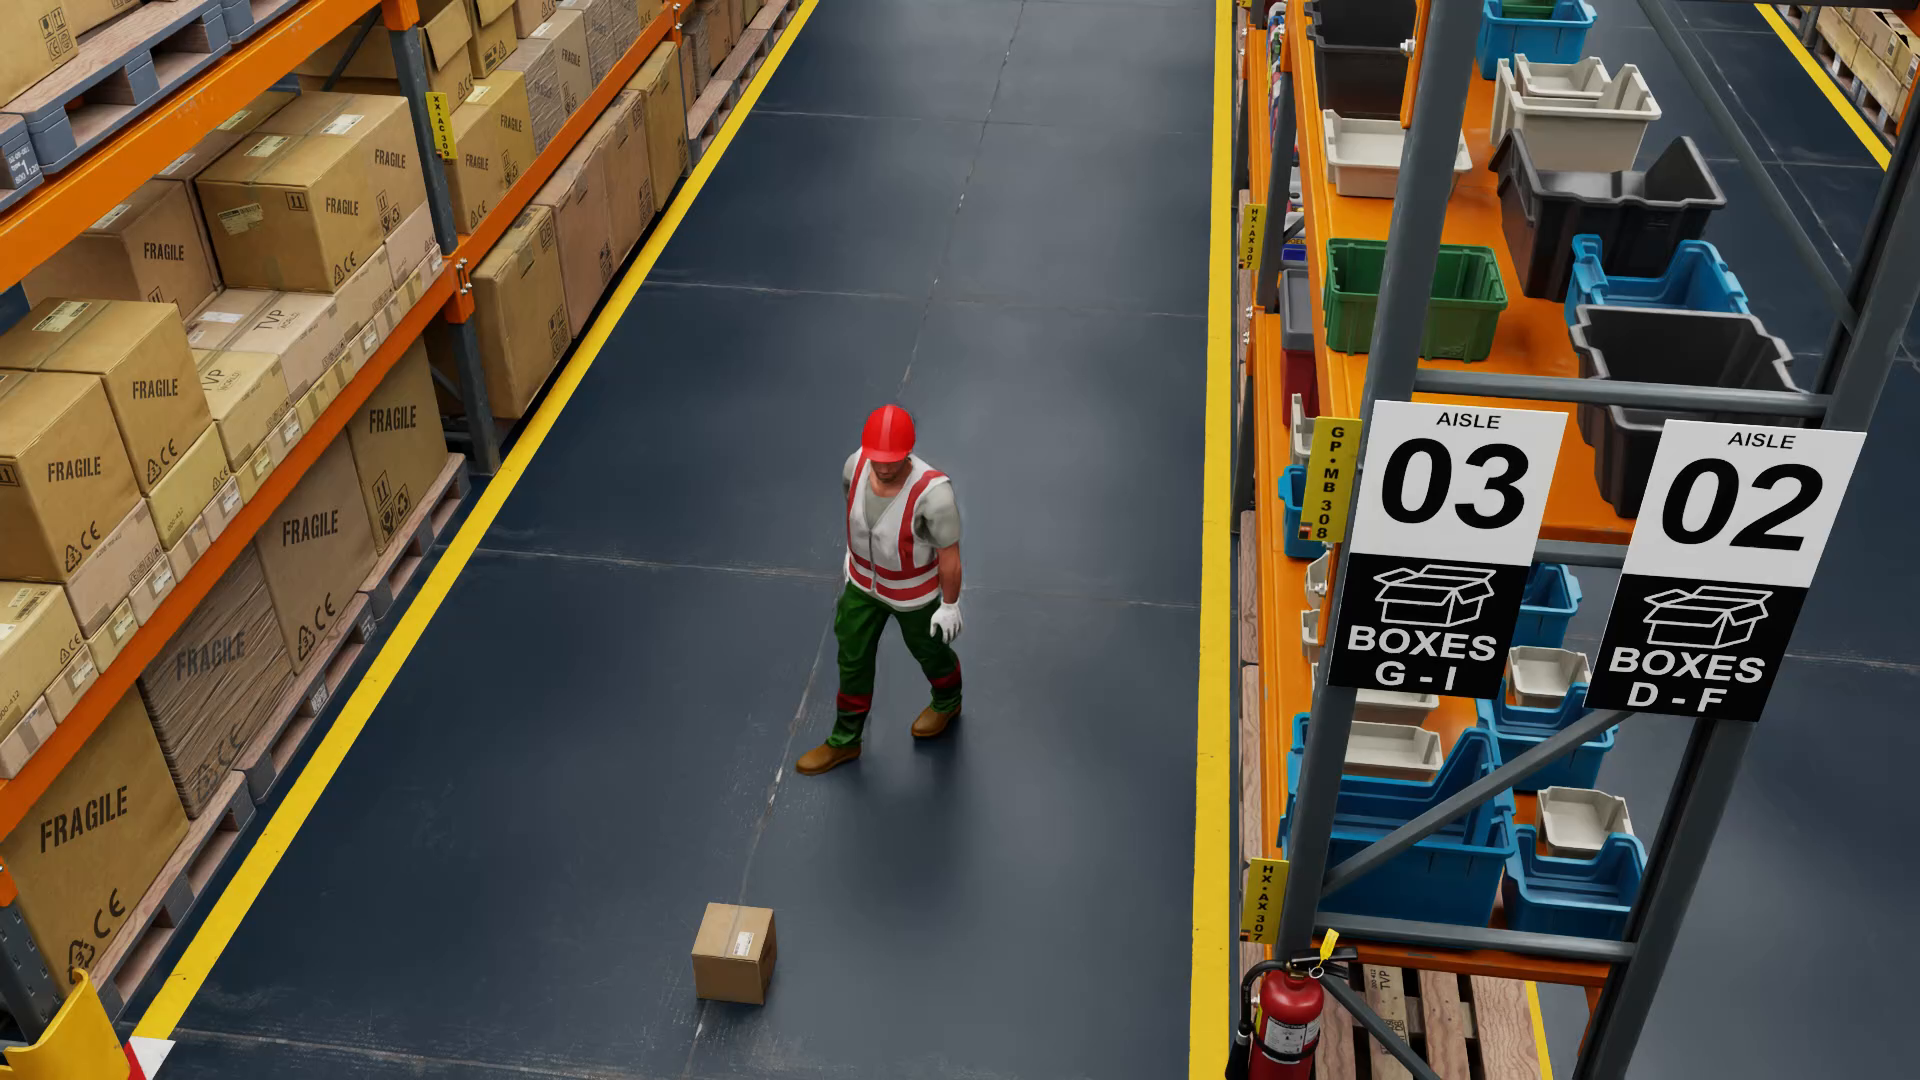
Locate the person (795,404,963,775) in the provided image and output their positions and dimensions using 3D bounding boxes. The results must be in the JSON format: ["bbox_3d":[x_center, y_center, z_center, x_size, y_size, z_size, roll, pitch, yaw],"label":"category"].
[{"bbox_3d":[-0.266,0.198,6.753,0.625,1.784,0.729,21,41,27],"label":"person"}]
